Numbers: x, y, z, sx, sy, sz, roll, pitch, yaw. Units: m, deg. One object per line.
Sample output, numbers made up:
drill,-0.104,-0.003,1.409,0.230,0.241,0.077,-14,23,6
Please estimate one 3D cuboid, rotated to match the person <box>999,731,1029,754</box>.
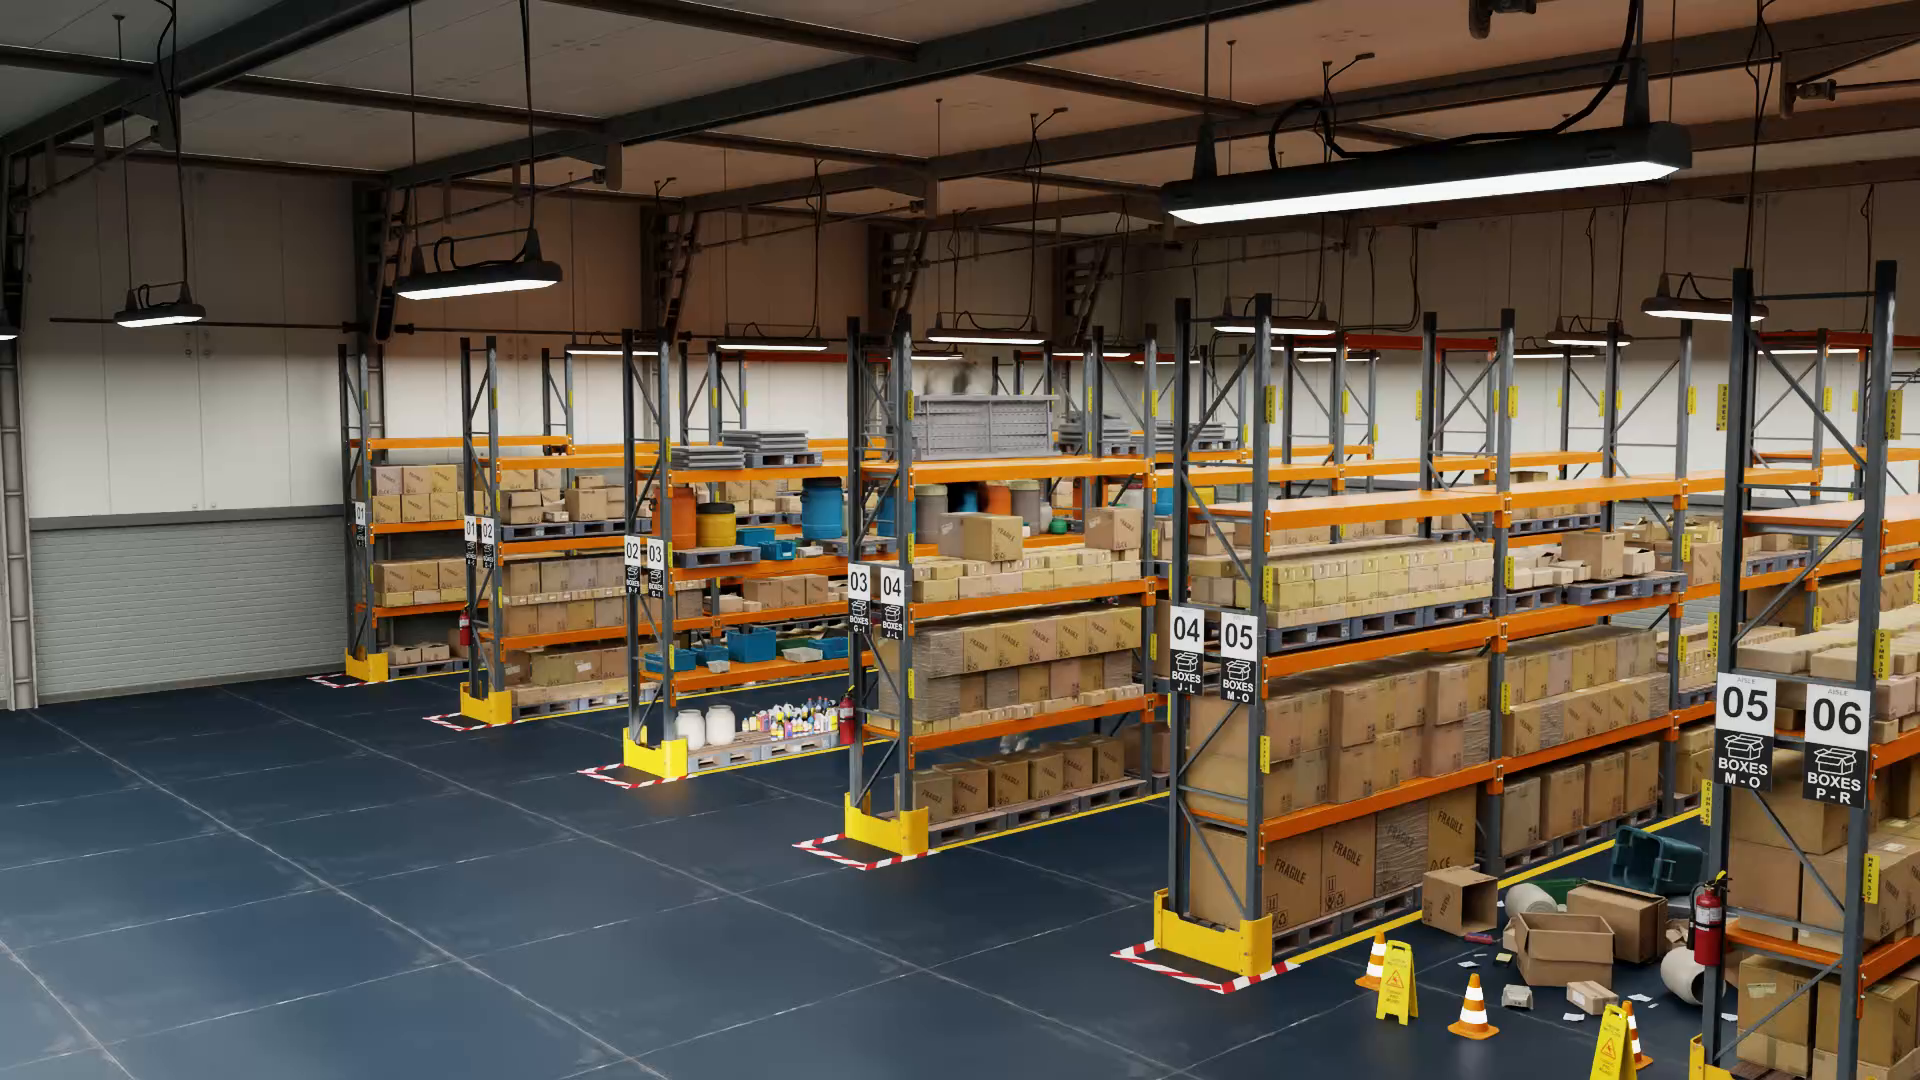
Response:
person,0.689,2.025,22.225,0.561,1.701,0.842,4,6,37
